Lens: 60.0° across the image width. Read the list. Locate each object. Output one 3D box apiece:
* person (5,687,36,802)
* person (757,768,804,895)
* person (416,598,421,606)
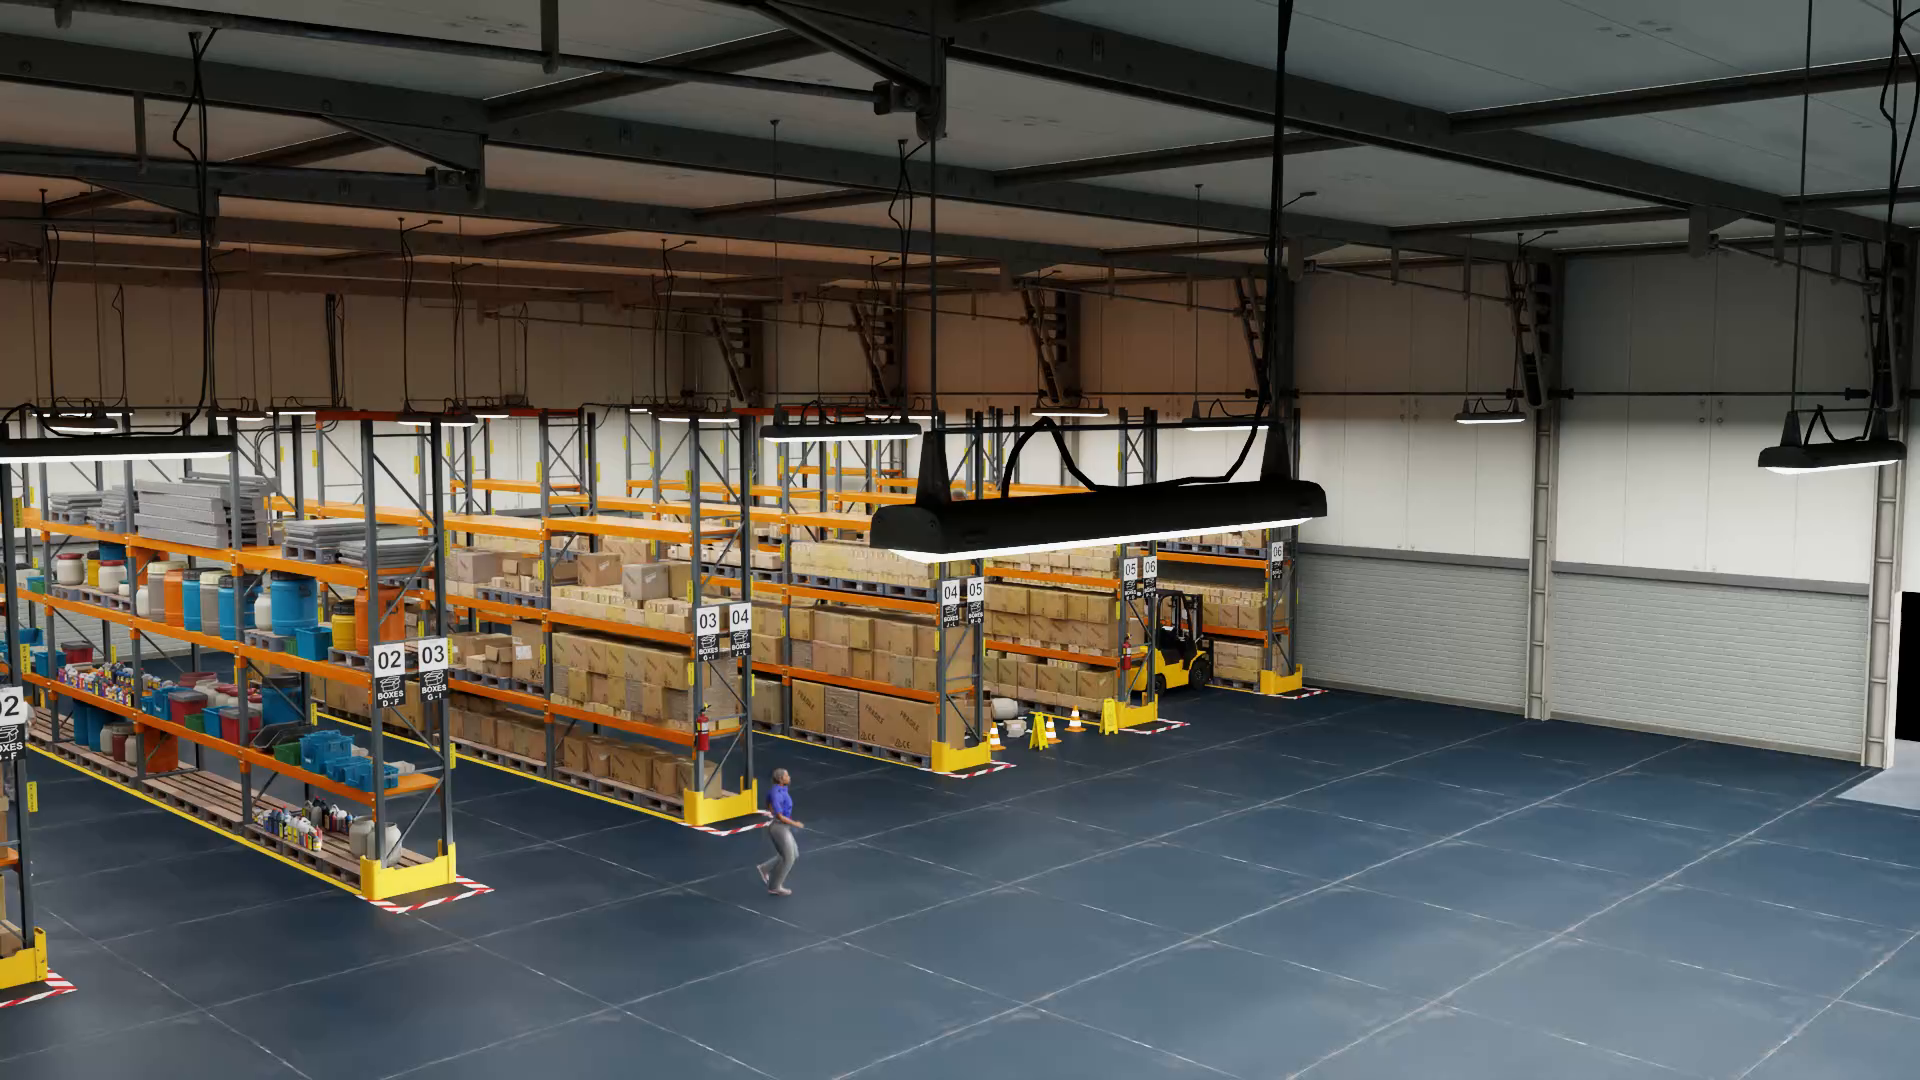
[{"bbox_3d":[-14.712,3.155,25.870,0.744,1.823,0.656,3,6,33],"label":"person"},{"bbox_3d":[-2.251,3.668,20.998,0.552,1.612,0.604,-1,5,-11],"label":"person"},{"bbox_3d":[-12.309,2.132,37.695,0.687,1.780,0.785,-4,6,-38],"label":"person"}]
